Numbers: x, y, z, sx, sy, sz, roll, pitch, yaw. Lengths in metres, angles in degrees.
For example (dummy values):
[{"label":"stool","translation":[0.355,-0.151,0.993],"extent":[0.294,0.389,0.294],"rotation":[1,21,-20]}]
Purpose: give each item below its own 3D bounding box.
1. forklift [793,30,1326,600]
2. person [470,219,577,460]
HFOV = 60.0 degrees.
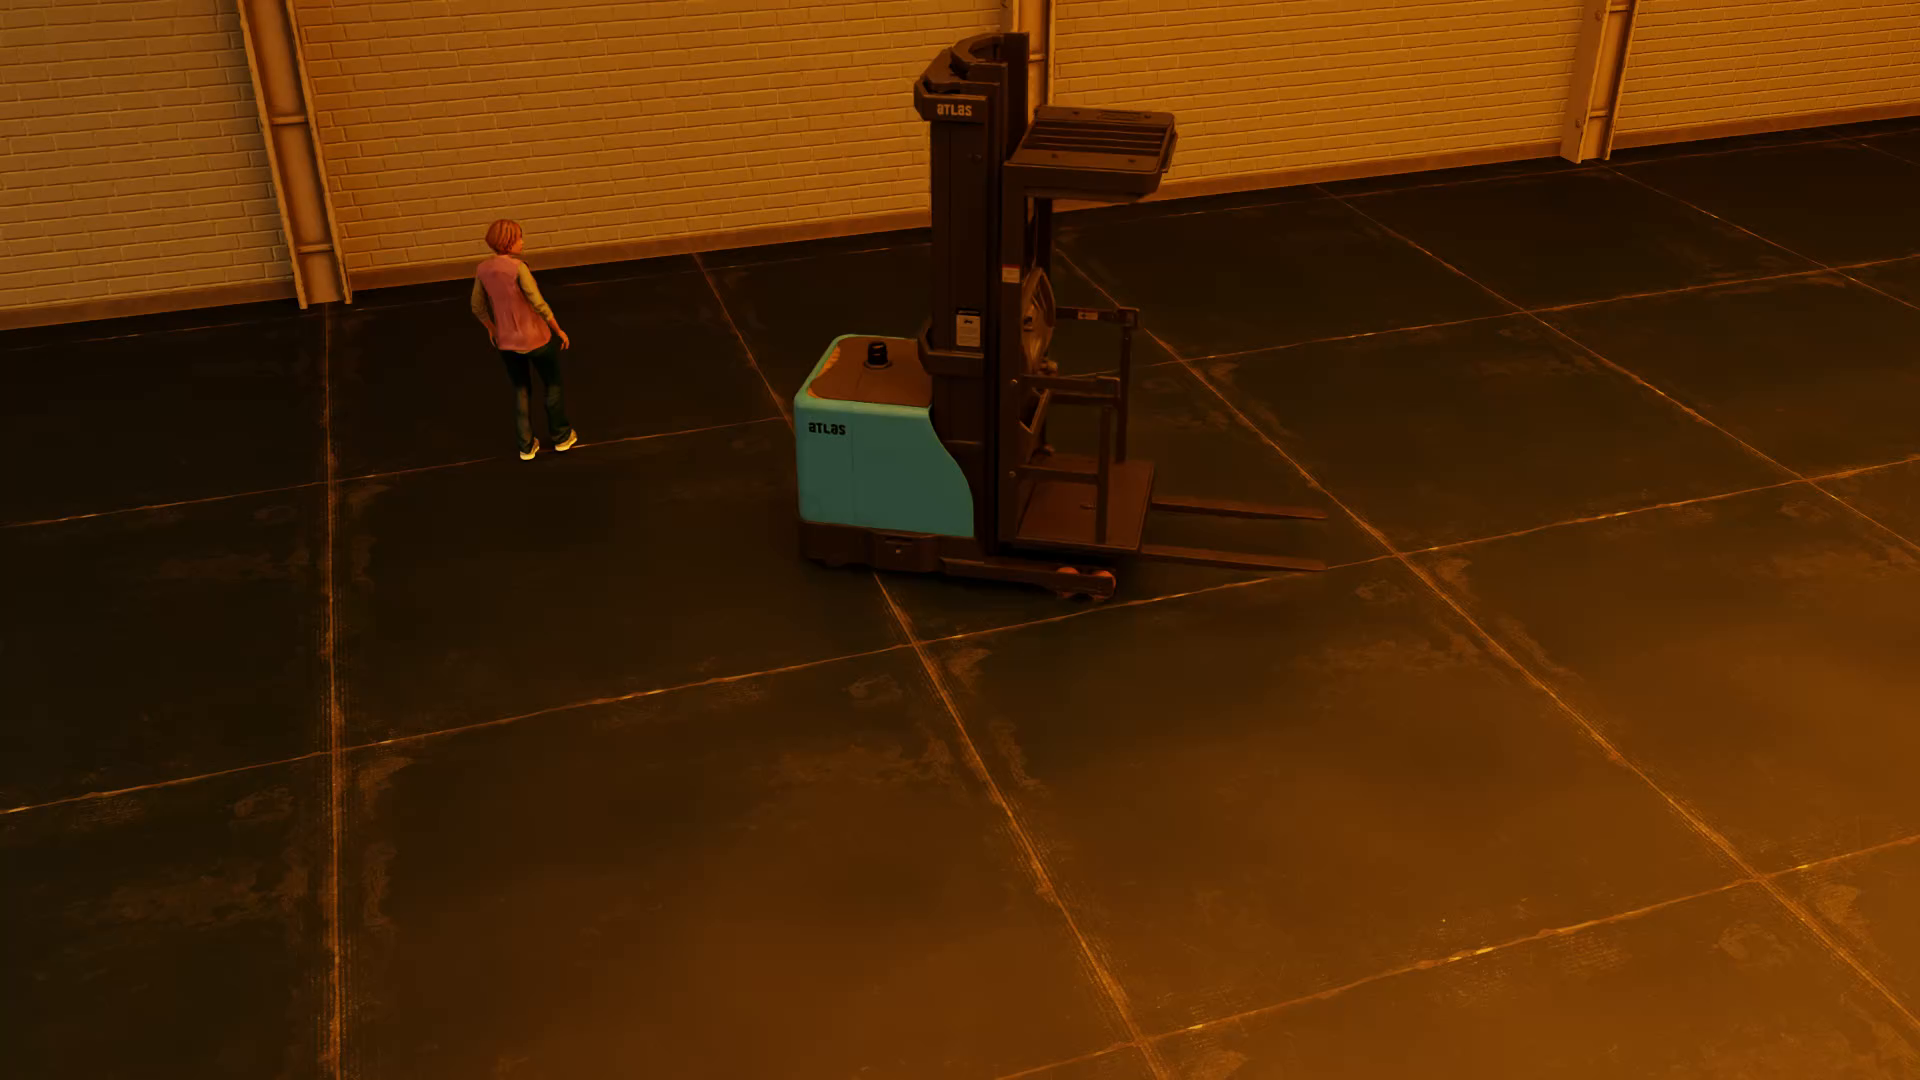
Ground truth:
[{"label":"forklift","translation":[0.620,-1.219,9.206],"extent":[3.031,2.935,1.130],"rotation":[6,30,10]},{"label":"person","translation":[-2.790,-1.295,10.694],"extent":[0.617,1.585,0.456],"rotation":[7,31,12]}]
